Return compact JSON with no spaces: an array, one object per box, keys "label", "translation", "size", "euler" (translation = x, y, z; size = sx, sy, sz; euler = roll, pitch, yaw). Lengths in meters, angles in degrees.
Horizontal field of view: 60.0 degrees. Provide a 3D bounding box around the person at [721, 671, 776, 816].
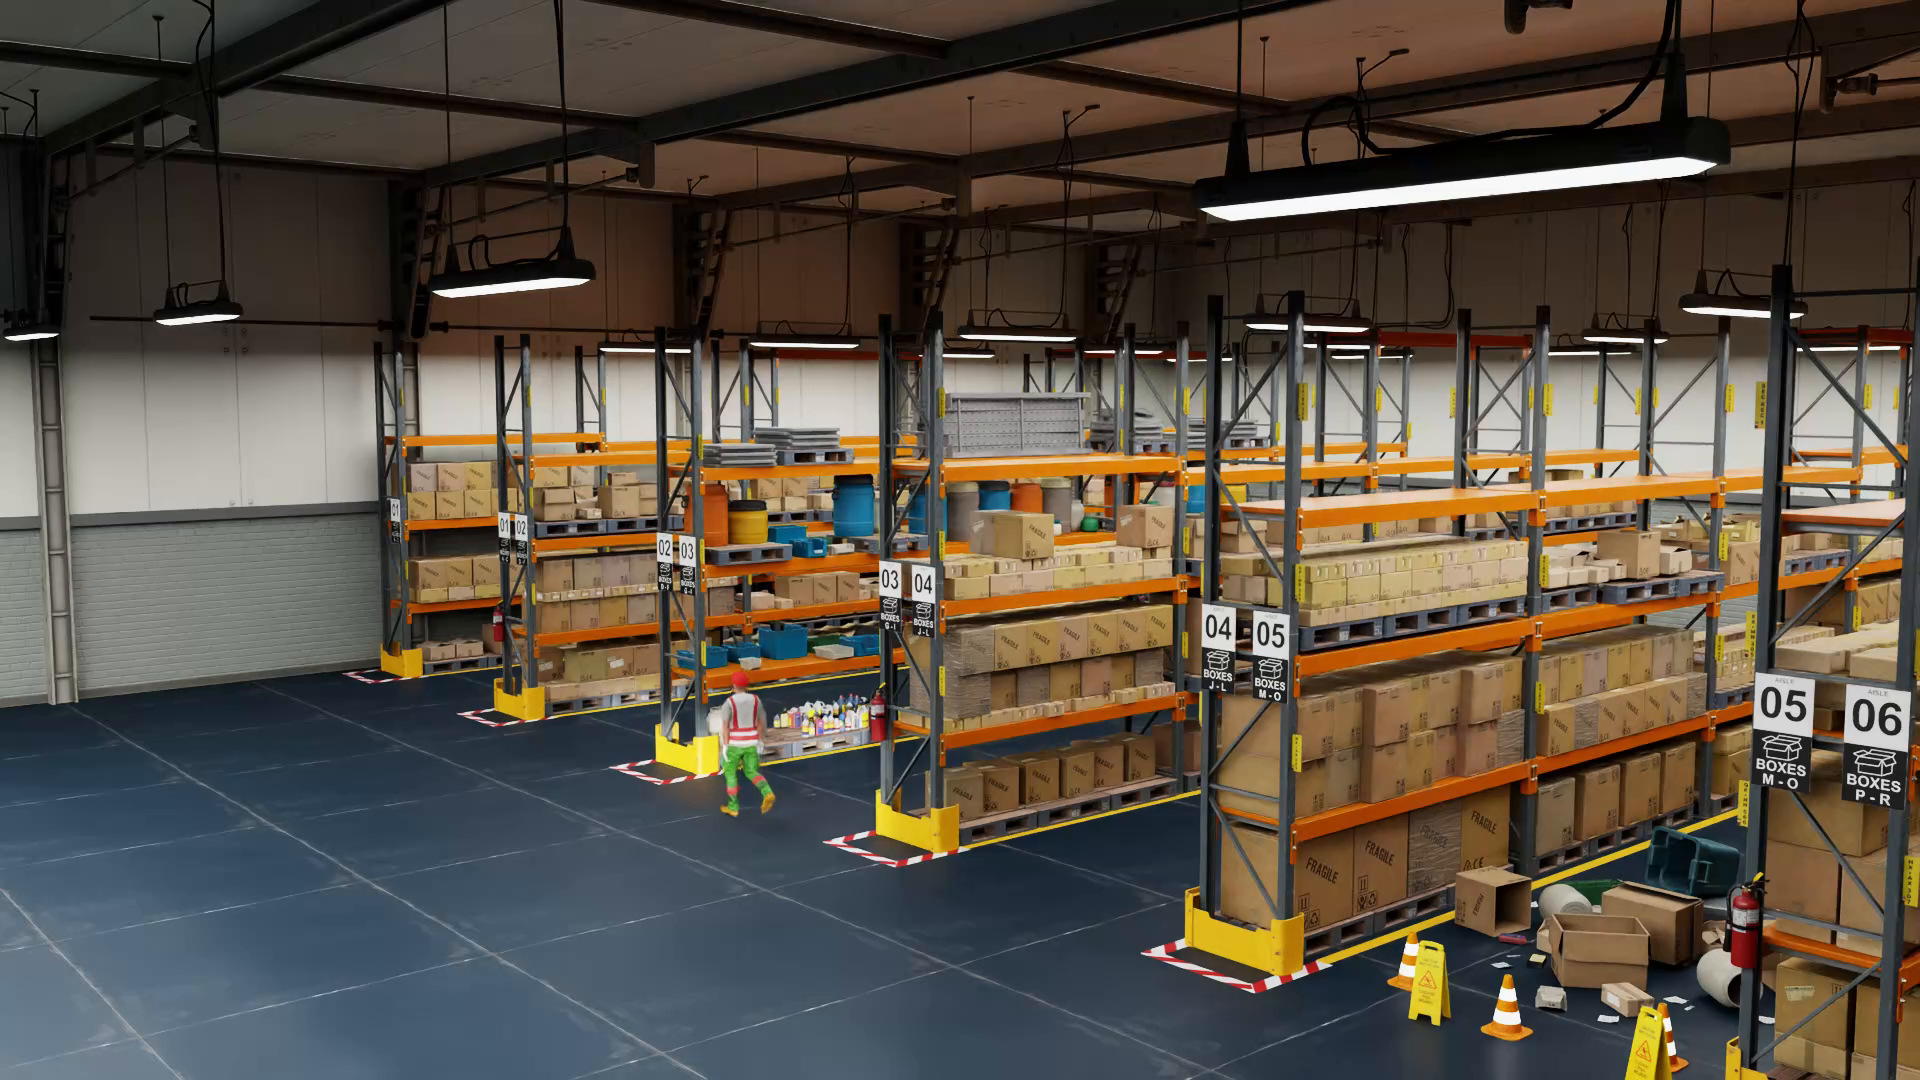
[{"label":"person","translation":[-2.587,2.456,19.978],"size":[0.551,1.770,0.823],"euler":[-5,7,-44]}]
